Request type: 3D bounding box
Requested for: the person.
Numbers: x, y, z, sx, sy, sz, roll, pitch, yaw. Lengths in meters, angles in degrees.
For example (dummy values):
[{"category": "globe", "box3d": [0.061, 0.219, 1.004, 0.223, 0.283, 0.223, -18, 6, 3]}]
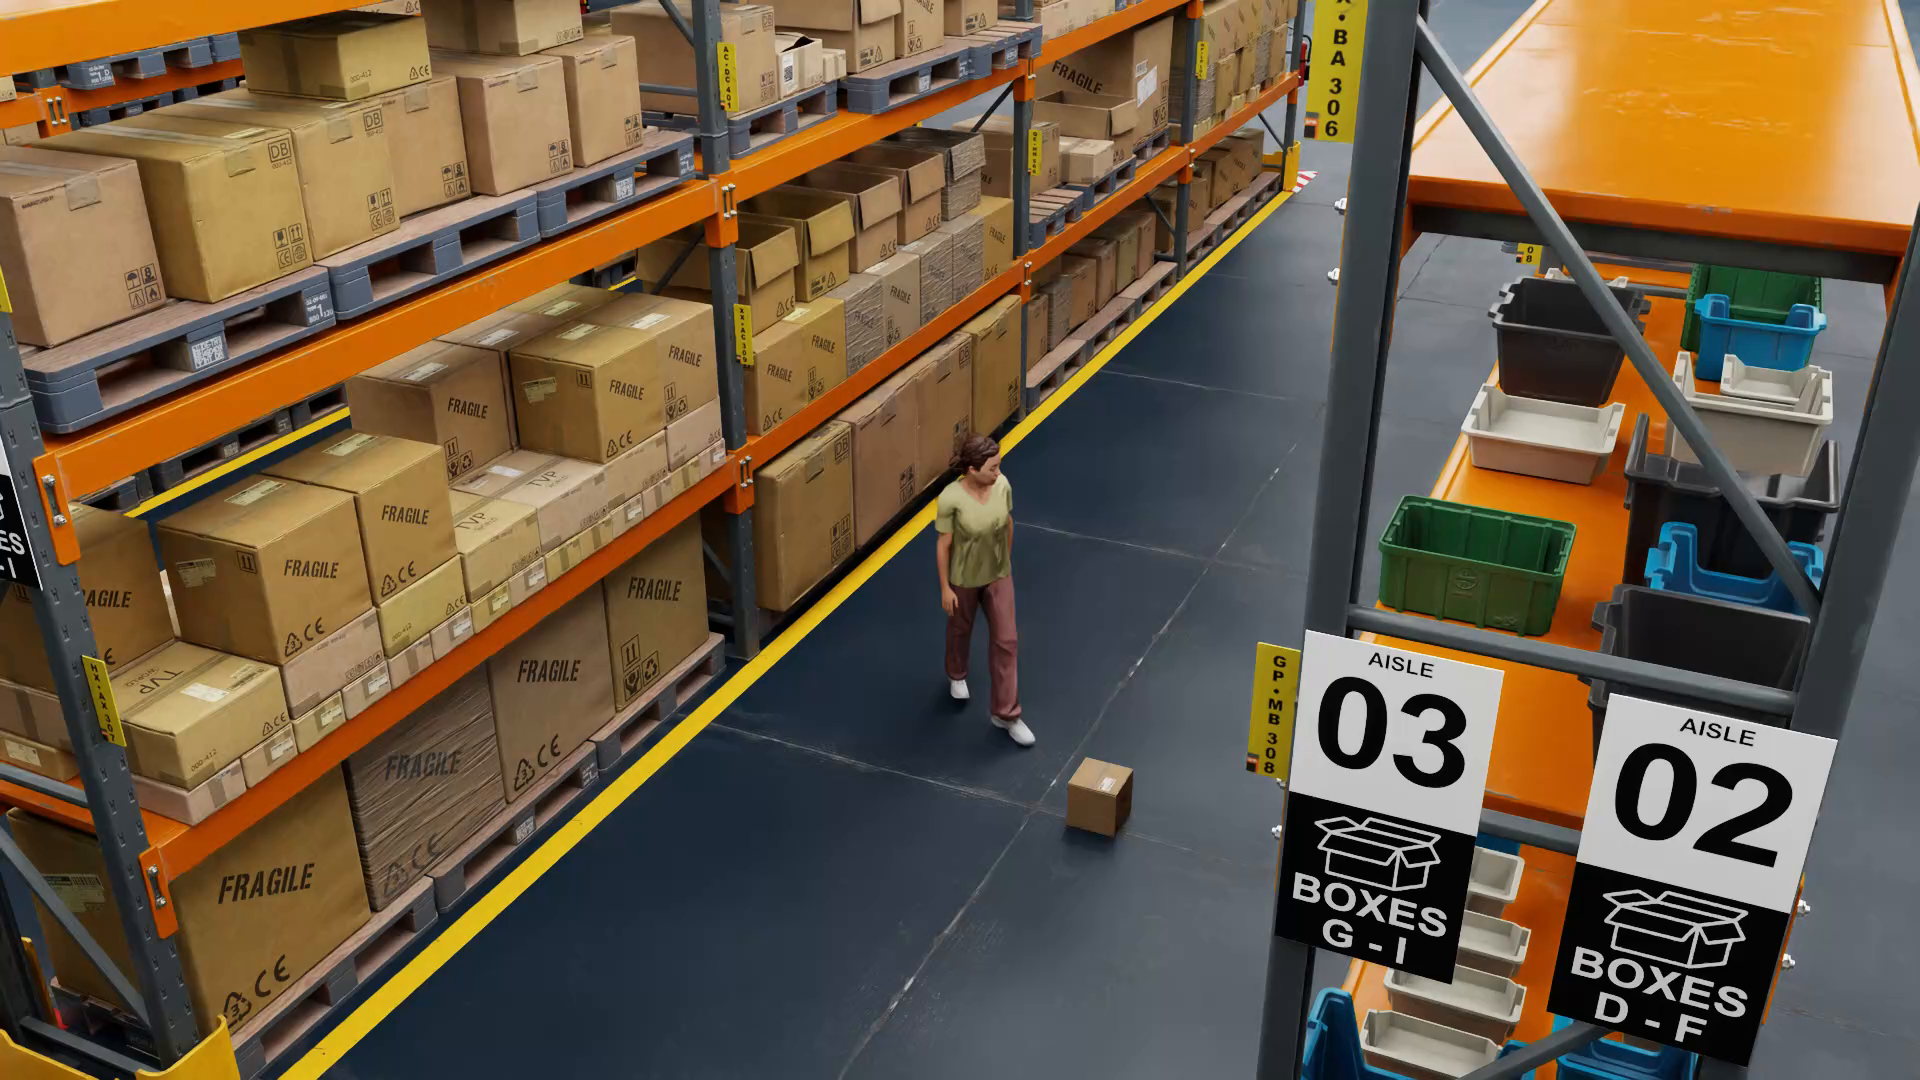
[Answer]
[{"category": "person", "box3d": [0.087, 0.205, 8.693, 0.461, 1.674, 0.780, -8, 27, -16]}]
